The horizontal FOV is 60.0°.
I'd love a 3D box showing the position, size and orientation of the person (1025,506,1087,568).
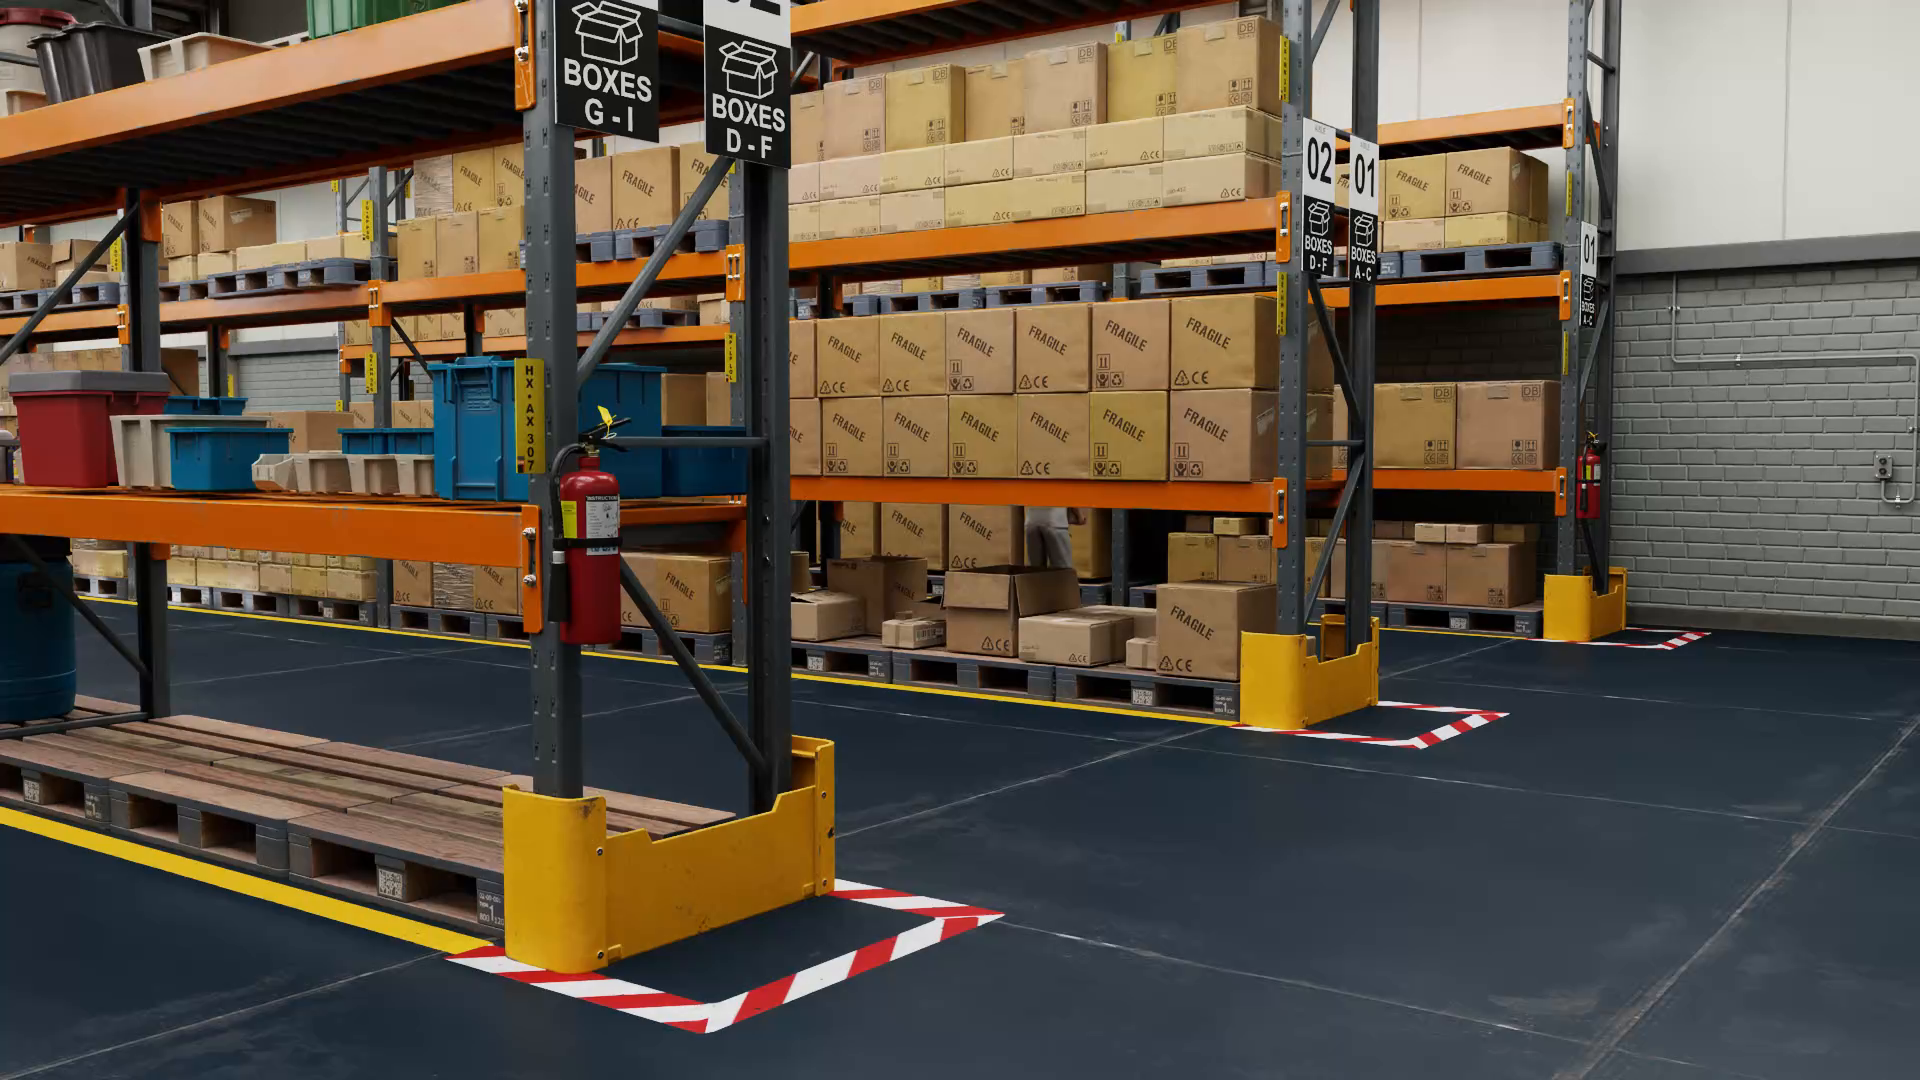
[{"bbox_3d":[0.710,-0.065,12.870,0.436,1.663,0.560,2,4,37],"label":"person"}]
